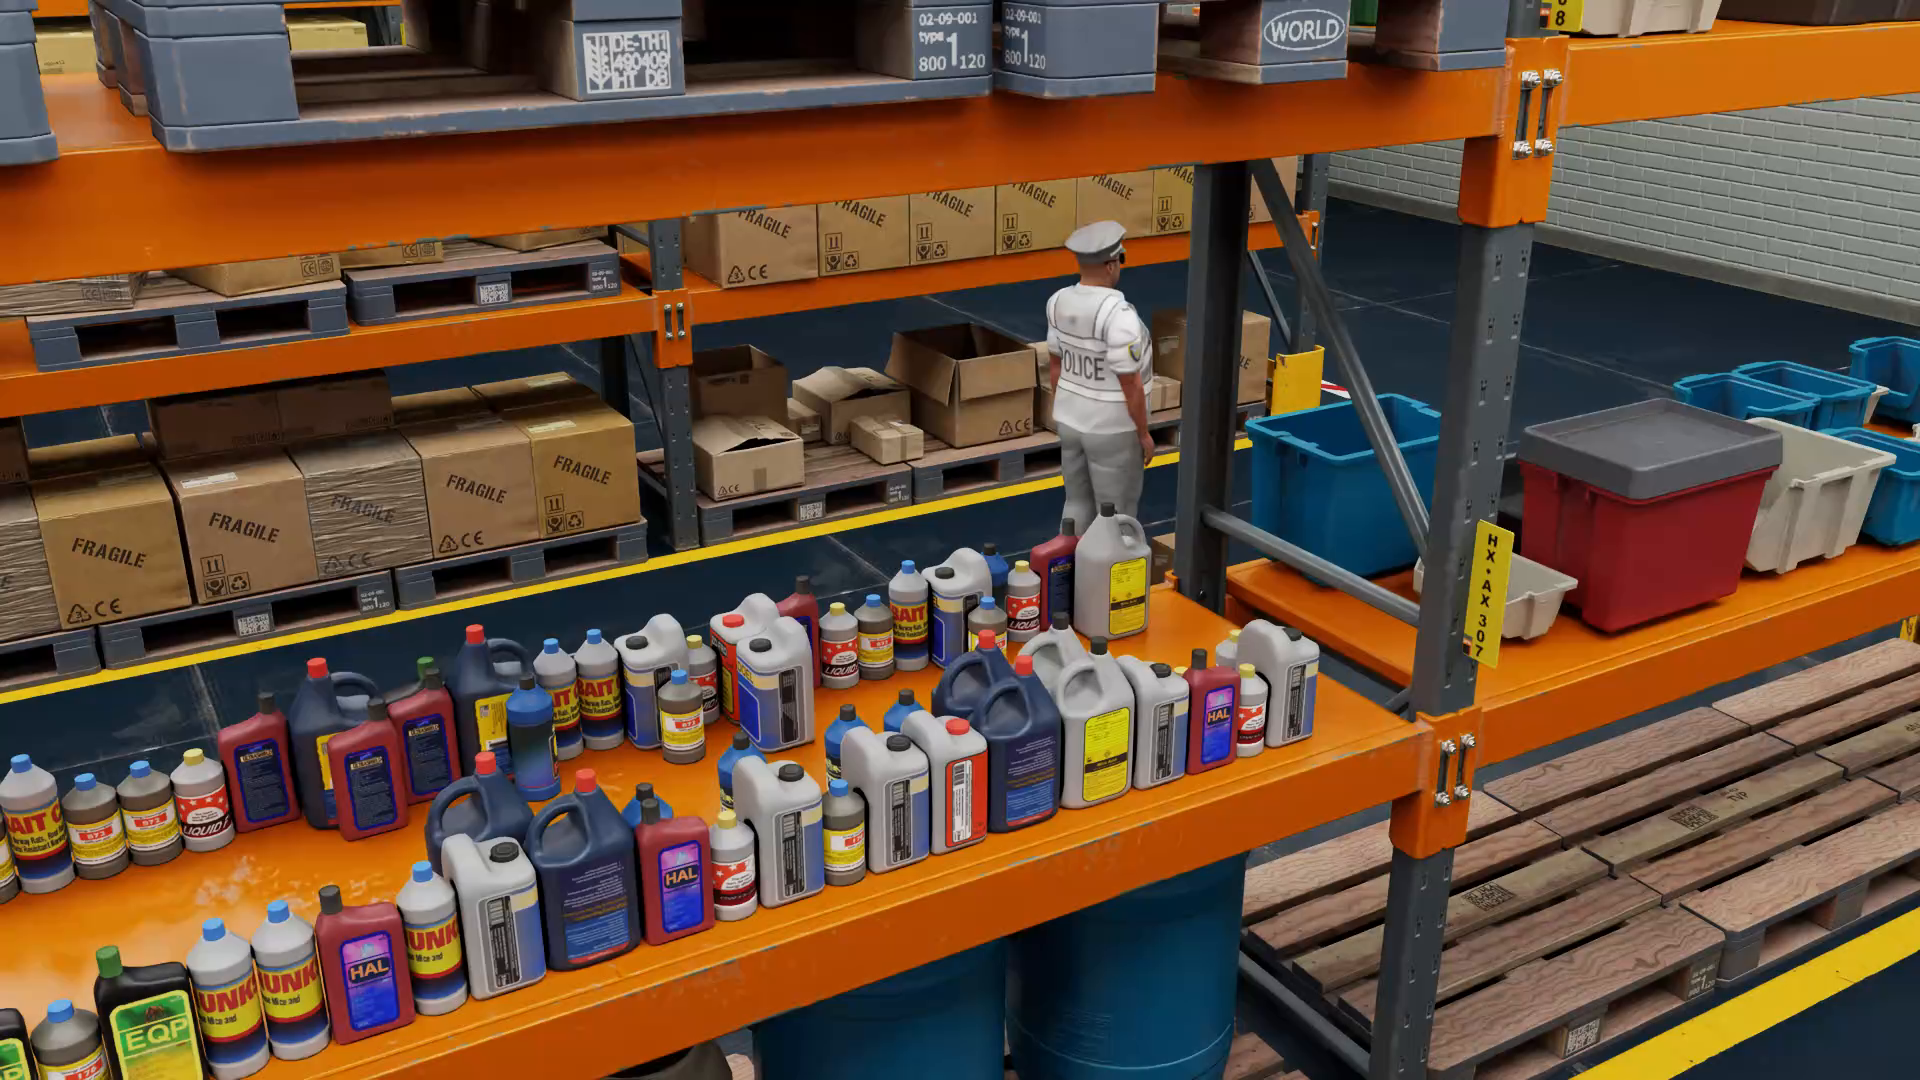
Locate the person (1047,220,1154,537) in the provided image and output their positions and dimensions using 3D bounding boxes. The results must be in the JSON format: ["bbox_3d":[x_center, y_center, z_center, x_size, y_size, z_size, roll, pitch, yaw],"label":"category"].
[{"bbox_3d":[0.622,-0.514,7.287,0.392,1.773,0.532,-15,26,-33],"label":"person"}]
